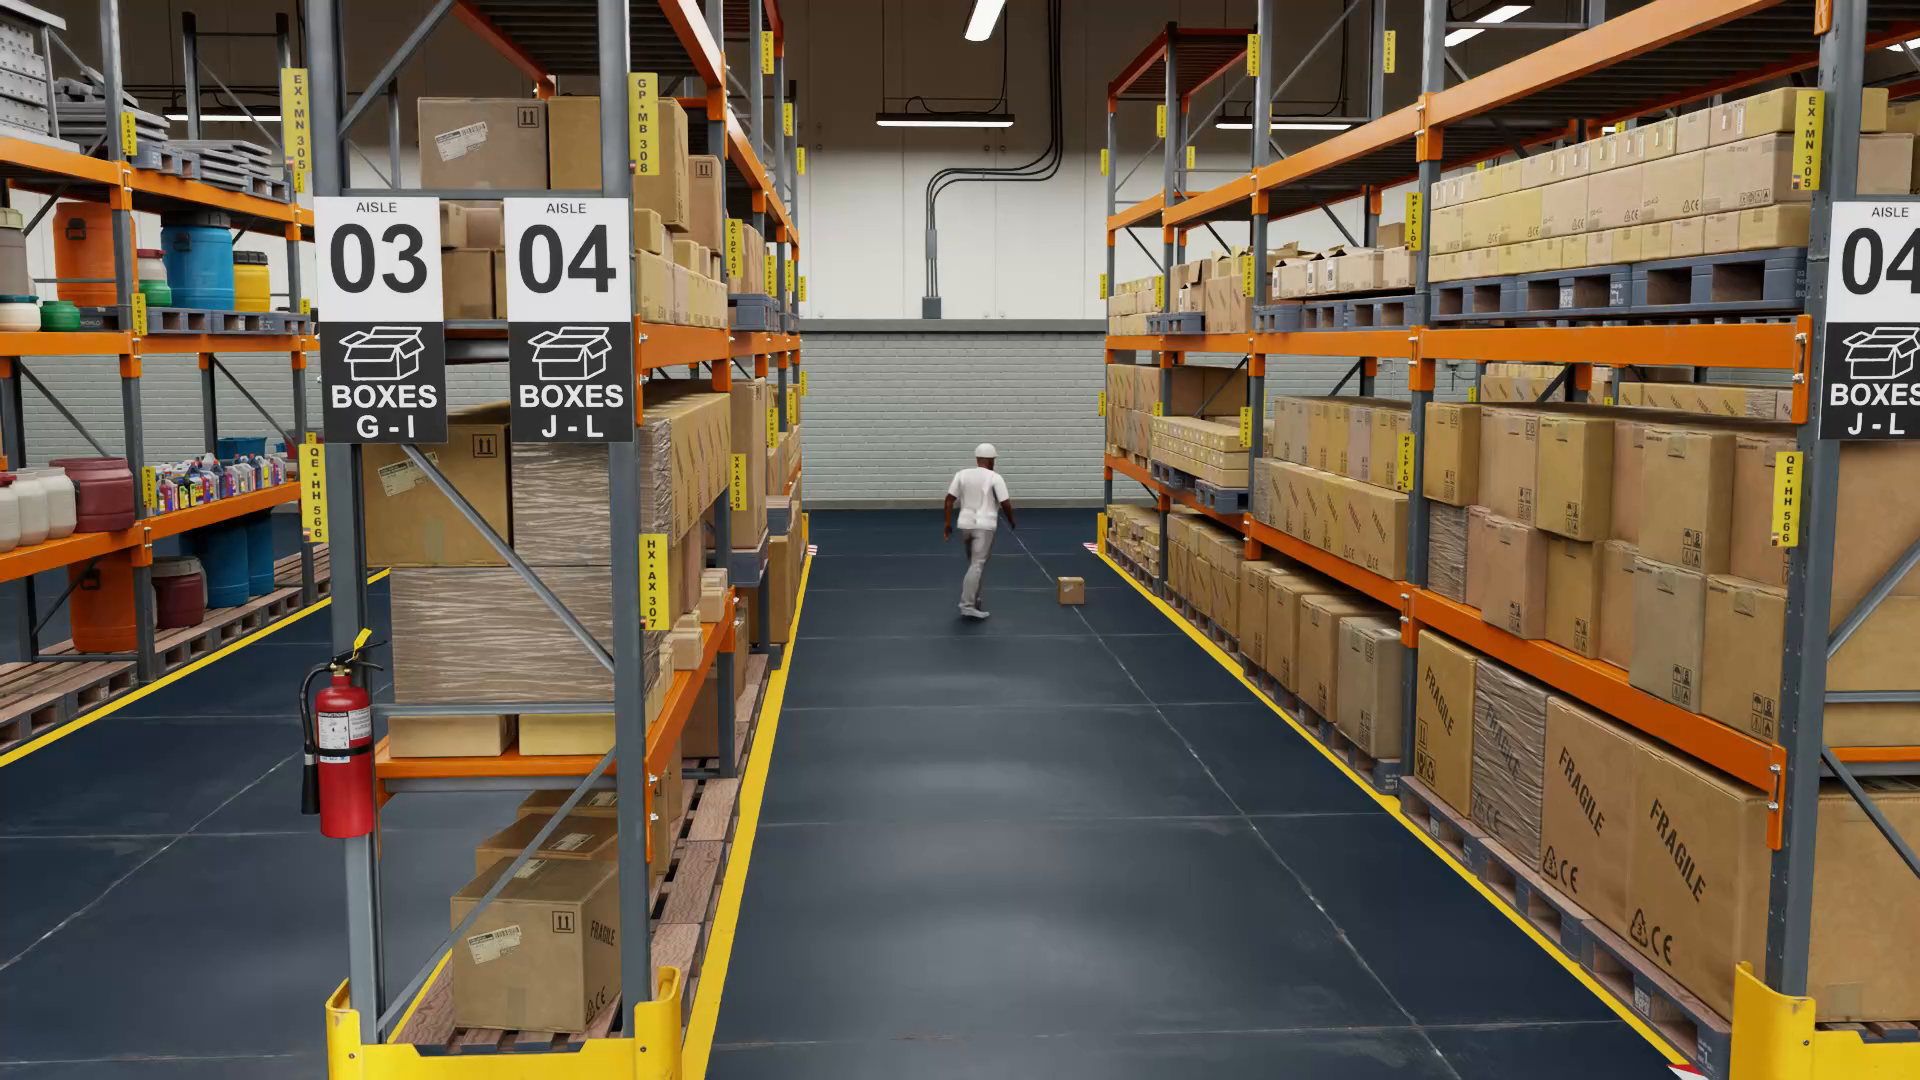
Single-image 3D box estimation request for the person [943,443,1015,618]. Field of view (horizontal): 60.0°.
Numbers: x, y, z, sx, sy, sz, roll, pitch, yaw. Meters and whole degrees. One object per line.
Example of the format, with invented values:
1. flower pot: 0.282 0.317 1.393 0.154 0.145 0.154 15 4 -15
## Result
1. person: 0.160 -0.107 16.715 0.702 1.715 0.827 6 9 40
